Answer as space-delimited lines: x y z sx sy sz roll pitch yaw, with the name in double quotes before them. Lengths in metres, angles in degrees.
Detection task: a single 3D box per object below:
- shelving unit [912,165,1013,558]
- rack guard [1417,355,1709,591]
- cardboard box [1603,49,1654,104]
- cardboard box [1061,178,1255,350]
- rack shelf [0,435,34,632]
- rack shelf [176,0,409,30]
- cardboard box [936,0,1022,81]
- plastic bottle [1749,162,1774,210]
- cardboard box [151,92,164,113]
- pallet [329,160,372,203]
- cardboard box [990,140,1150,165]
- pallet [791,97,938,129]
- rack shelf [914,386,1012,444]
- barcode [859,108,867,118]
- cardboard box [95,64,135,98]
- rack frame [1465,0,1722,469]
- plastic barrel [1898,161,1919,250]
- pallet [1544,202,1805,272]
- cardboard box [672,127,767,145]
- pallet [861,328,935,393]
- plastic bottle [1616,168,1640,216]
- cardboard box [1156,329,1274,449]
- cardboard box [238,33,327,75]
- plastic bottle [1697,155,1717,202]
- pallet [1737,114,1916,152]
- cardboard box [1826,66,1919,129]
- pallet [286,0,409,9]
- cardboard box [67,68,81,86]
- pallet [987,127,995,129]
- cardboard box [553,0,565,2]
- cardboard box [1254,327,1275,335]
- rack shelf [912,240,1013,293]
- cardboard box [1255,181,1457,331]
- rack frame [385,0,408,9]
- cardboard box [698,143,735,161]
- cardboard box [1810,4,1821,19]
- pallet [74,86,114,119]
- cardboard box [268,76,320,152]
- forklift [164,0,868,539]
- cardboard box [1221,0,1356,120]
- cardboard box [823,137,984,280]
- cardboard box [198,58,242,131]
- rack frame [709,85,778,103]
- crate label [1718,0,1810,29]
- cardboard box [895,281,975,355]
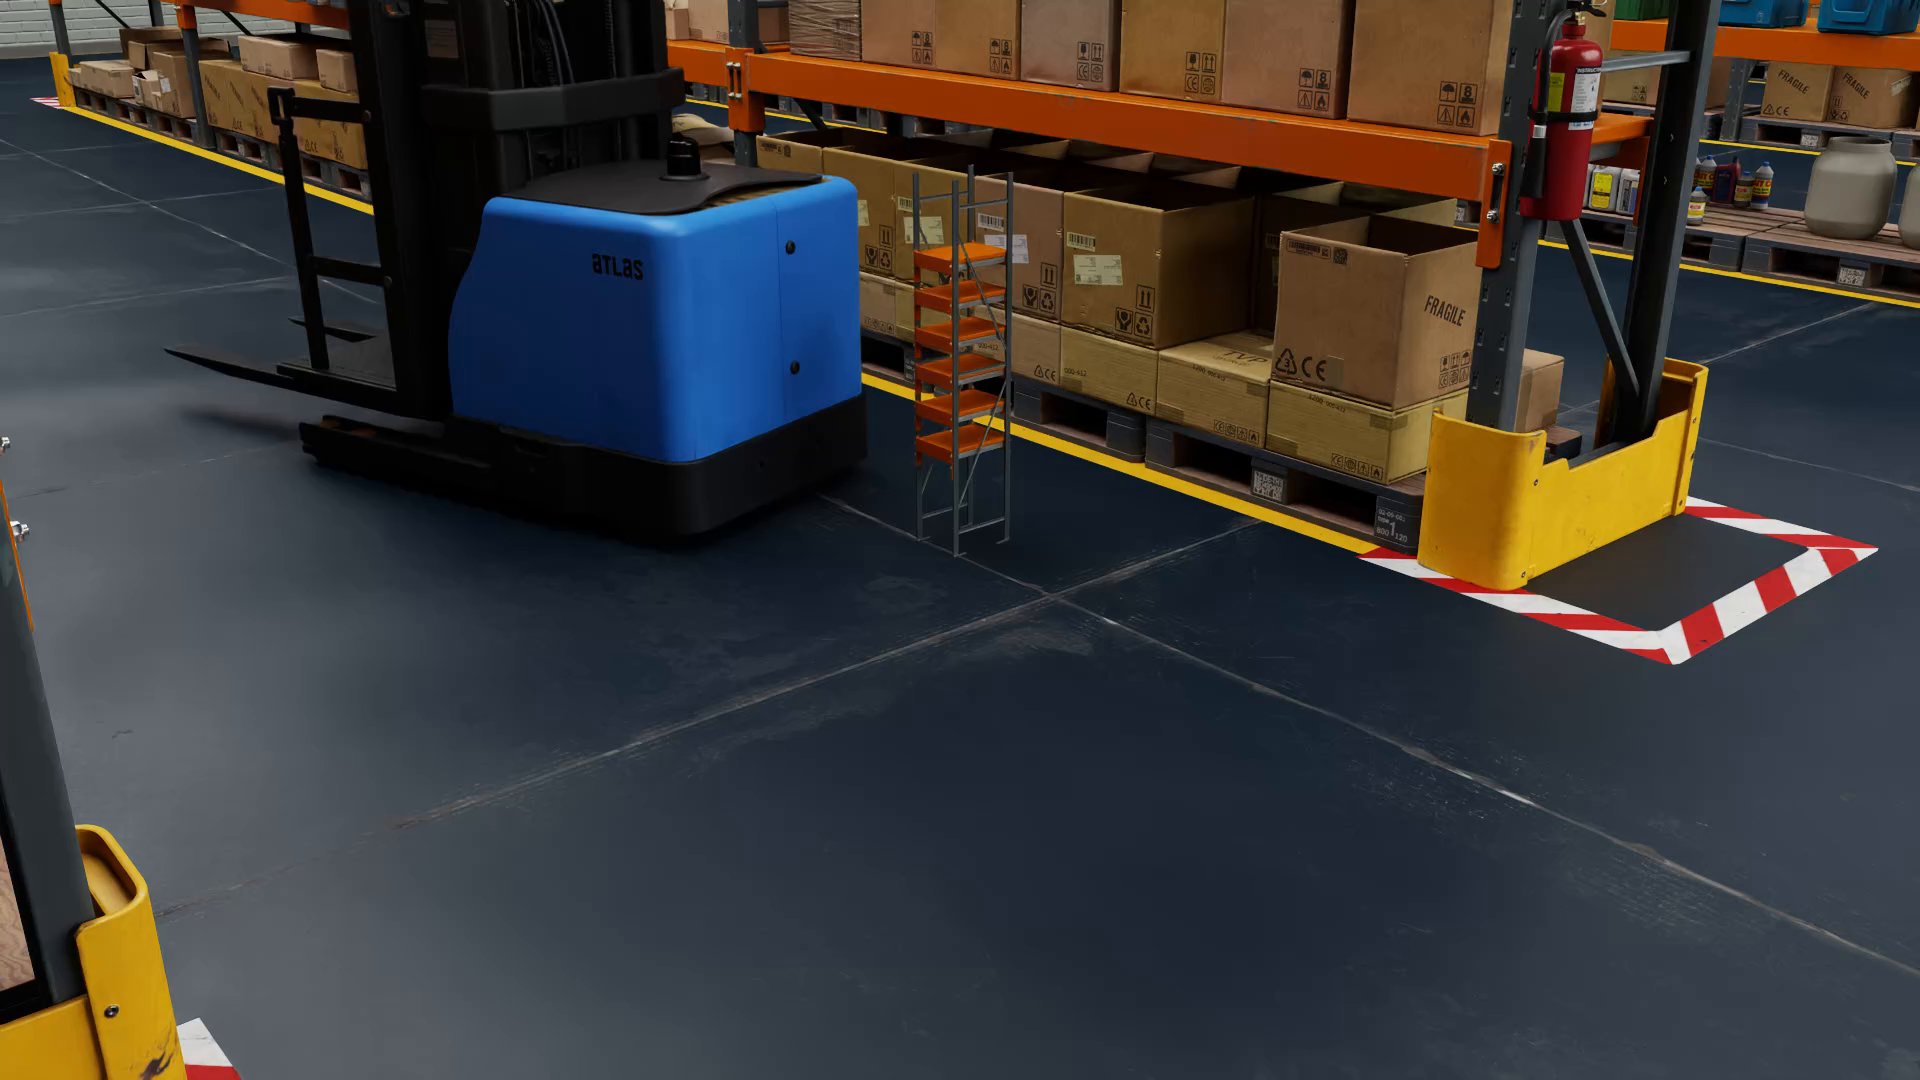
"shelving unit" 0.009 -0.555 5.255 0.258 1.200 0.189 -17 27 -37
"rack guard" 1.985 -0.253 5.445 1.175 0.500 0.348 -17 27 -37
"cardboard box" 6.184 -4.238 15.016 0.700 0.500 0.500 -18 27 -38
"cardboard box" 0.730 -1.038 6.188 0.500 0.500 0.500 -17 27 -37
"rack shelf" -3.087 -0.461 3.535 1.077 0.370 4.000 -17 27 -37
"rack shelf" -4.558 -3.852 12.191 1.077 0.370 4.000 -17 27 -37
"cardboard box" 0.326 -2.171 6.776 0.700 0.500 0.500 -17 27 -37
"plastic bottle" 4.777 -2.112 9.900 0.097 0.271 0.097 0 21 0
"cardboard box" -6.741 -3.796 14.368 0.380 0.149 0.250 -17 27 -37
"pallet" -3.711 -2.551 11.708 1.003 0.211 1.213 -17 27 -37
"cardboard box" 0.473 -1.439 7.212 0.500 0.500 0.500 -17 27 -37
"pallet" -0.836 -4.059 15.557 1.003 0.211 1.213 -17 27 -37
"rack shelf" 0.009 -0.402 5.315 0.258 0.103 0.180 -17 27 -37
"barcode" -0.493 -2.187 8.462 0.001 0.075 0.075 -17 27 -37
"cardboard box" -7.682 -4.275 15.453 0.500 0.250 0.500 -17 27 -37
"rack frame" 1.969 -1.424 5.006 1.000 3.000 0.127 -17 27 -37
"plastic barrel" 5.237 -1.803 8.809 0.421 0.512 0.421 0 21 0
"pallet" 4.321 -1.876 9.984 1.003 0.211 1.213 -17 27 -37
"cardboard box" -1.384 -2.161 9.314 0.500 0.311 0.500 -19 28 -39
"pallet" -0.154 -1.001 7.750 1.003 0.211 1.213 -17 27 -37
"plastic bottle" 3.959 -2.056 9.752 0.152 0.276 0.135 -18 28 -39
"cardboard box" 1.060 -0.552 5.975 0.500 0.250 0.500 -17 27 -37
"cardboard box" -5.080 -3.661 12.515 0.500 0.250 0.500 -17 27 -37
"plastic bottle" 4.553 -2.206 10.142 0.097 0.271 0.097 0 21 0
"pallet" 7.331 -3.411 13.903 1.003 0.211 1.213 -17 27 -37
"cardboard box" 7.476 -3.641 13.520 0.500 0.500 0.500 -9 23 -21
"pallet" -3.748 -3.715 11.120 1.213 0.211 1.003 -17 27 -37
"cardboard box" -8.462 -4.524 16.228 0.380 0.149 0.250 -17 27 -37
"pallet" 0.978 -3.291 13.596 1.003 0.211 1.213 -17 27 -37
"cardboard box" -2.145 -3.221 9.458 0.500 0.500 0.500 -19 29 -40
"cardboard box" 1.459 -0.677 6.295 0.500 0.250 0.500 -17 27 -37
"rack shelf" 0.009 -0.849 5.140 0.258 0.103 0.180 -17 27 -37
"cardboard box" 1.460 -1.027 6.159 0.500 0.500 0.500 -17 27 -37
"rack frame" -3.253 -3.634 10.650 1.000 3.000 0.127 -17 27 -37
"cardboard box" -1.468 -1.891 8.625 0.500 0.311 0.500 -17 27 -36
"cardboard box" 9.589 -5.605 18.189 1.050 0.750 0.750 -17 27 -37
"pallet" -7.904 -4.305 16.186 1.003 0.211 1.213 -17 27 -37
"cardboard box" -4.726 -3.164 12.274 0.500 0.500 0.500 -19 28 -39
"forklift" -1.855 -1.758 5.953 3.031 2.935 1.130 13 25 30
"cardboard box" 1.328 -1.746 5.693 0.700 0.500 0.500 -17 27 -36
"cardboard box" -0.244 -1.454 7.251 0.500 0.500 0.500 -17 27 -37
"cardboard box" -5.733 -3.589 13.357 0.500 0.500 0.500 -19 28 -40
"rack frame" -2.109 -5.917 16.479 1.000 3.000 0.127 -17 27 -37
"crate label" 4.318 -3.063 9.142 0.502 0.435 0.616 -17 27 -37
"cardboard box" 0.076 -0.965 7.030 0.500 0.250 0.500 -17 27 -37
